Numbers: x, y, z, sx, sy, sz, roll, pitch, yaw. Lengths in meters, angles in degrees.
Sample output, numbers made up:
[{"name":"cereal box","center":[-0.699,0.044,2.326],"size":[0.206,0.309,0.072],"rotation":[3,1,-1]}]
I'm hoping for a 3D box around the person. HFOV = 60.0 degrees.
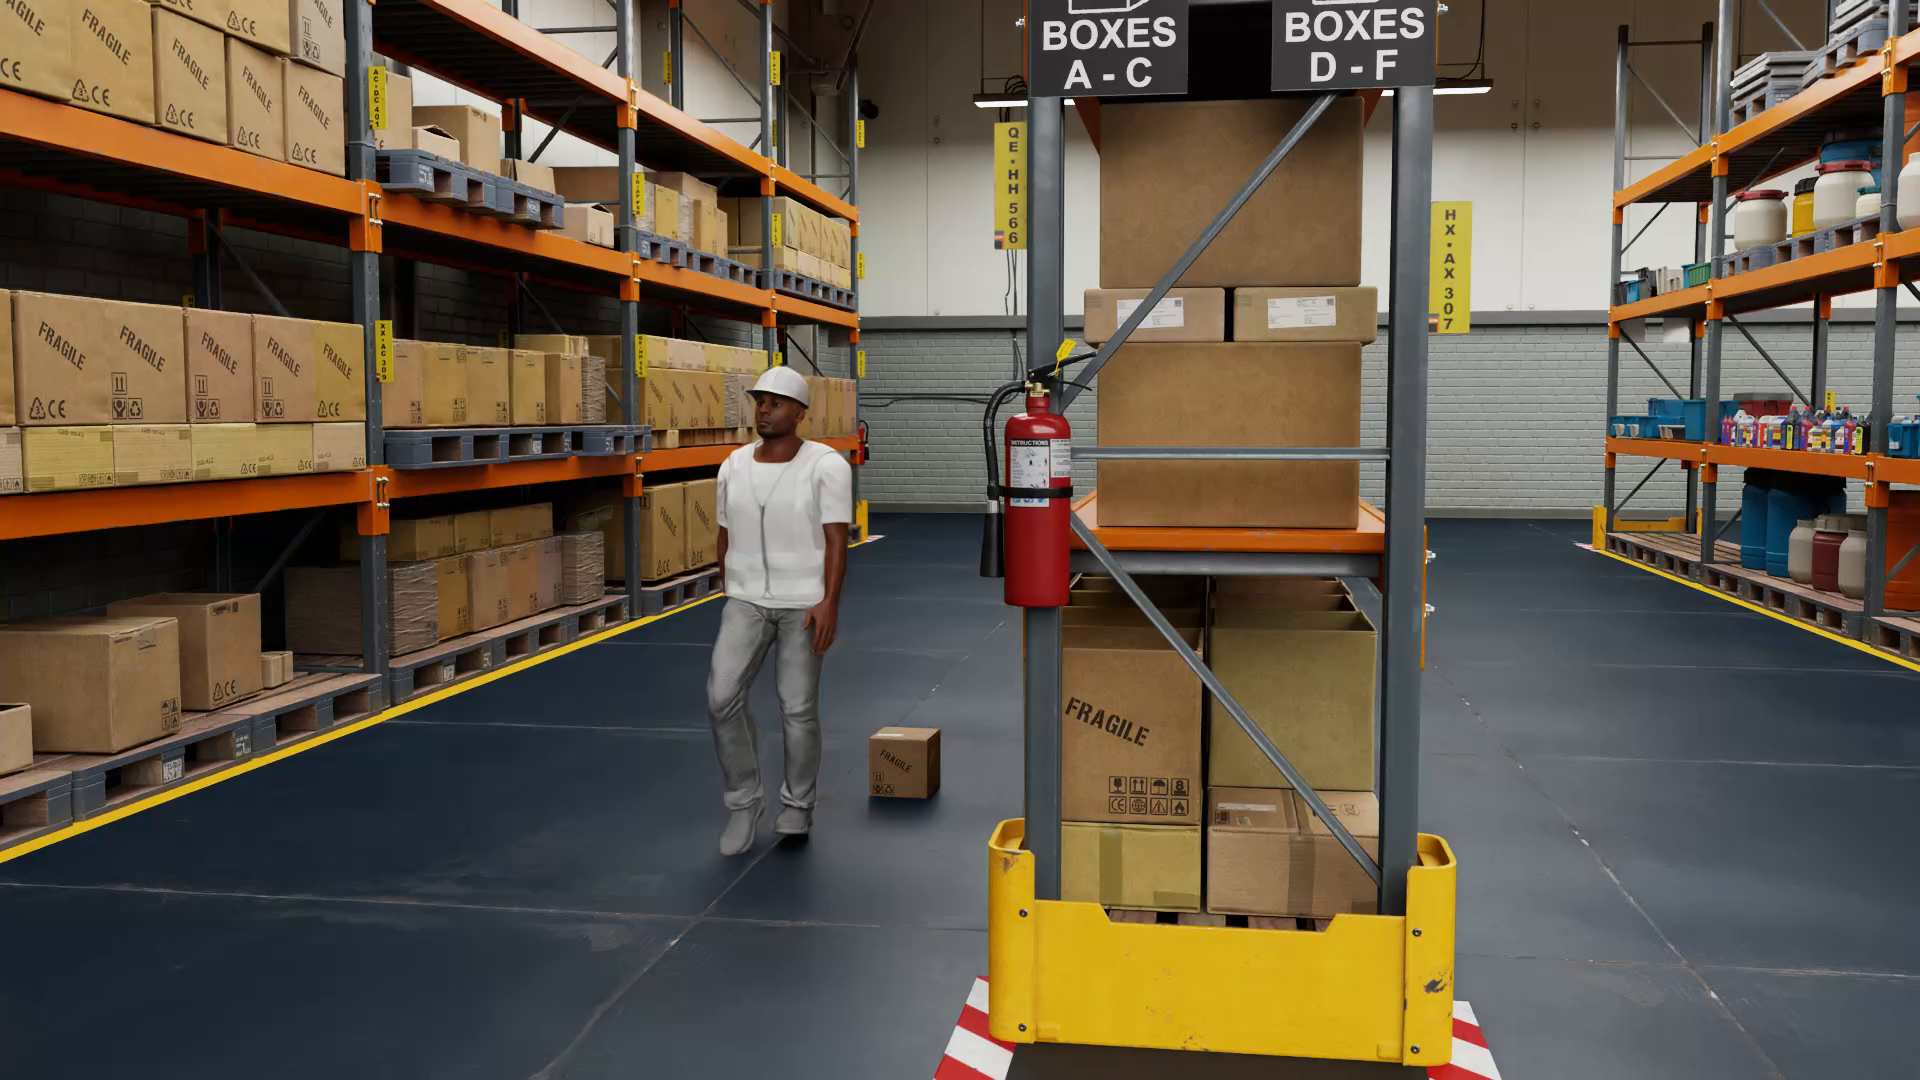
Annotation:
[{"name":"person","center":[-0.679,0.265,6.147],"size":[0.564,1.812,0.511],"rotation":[1,5,12]}]
